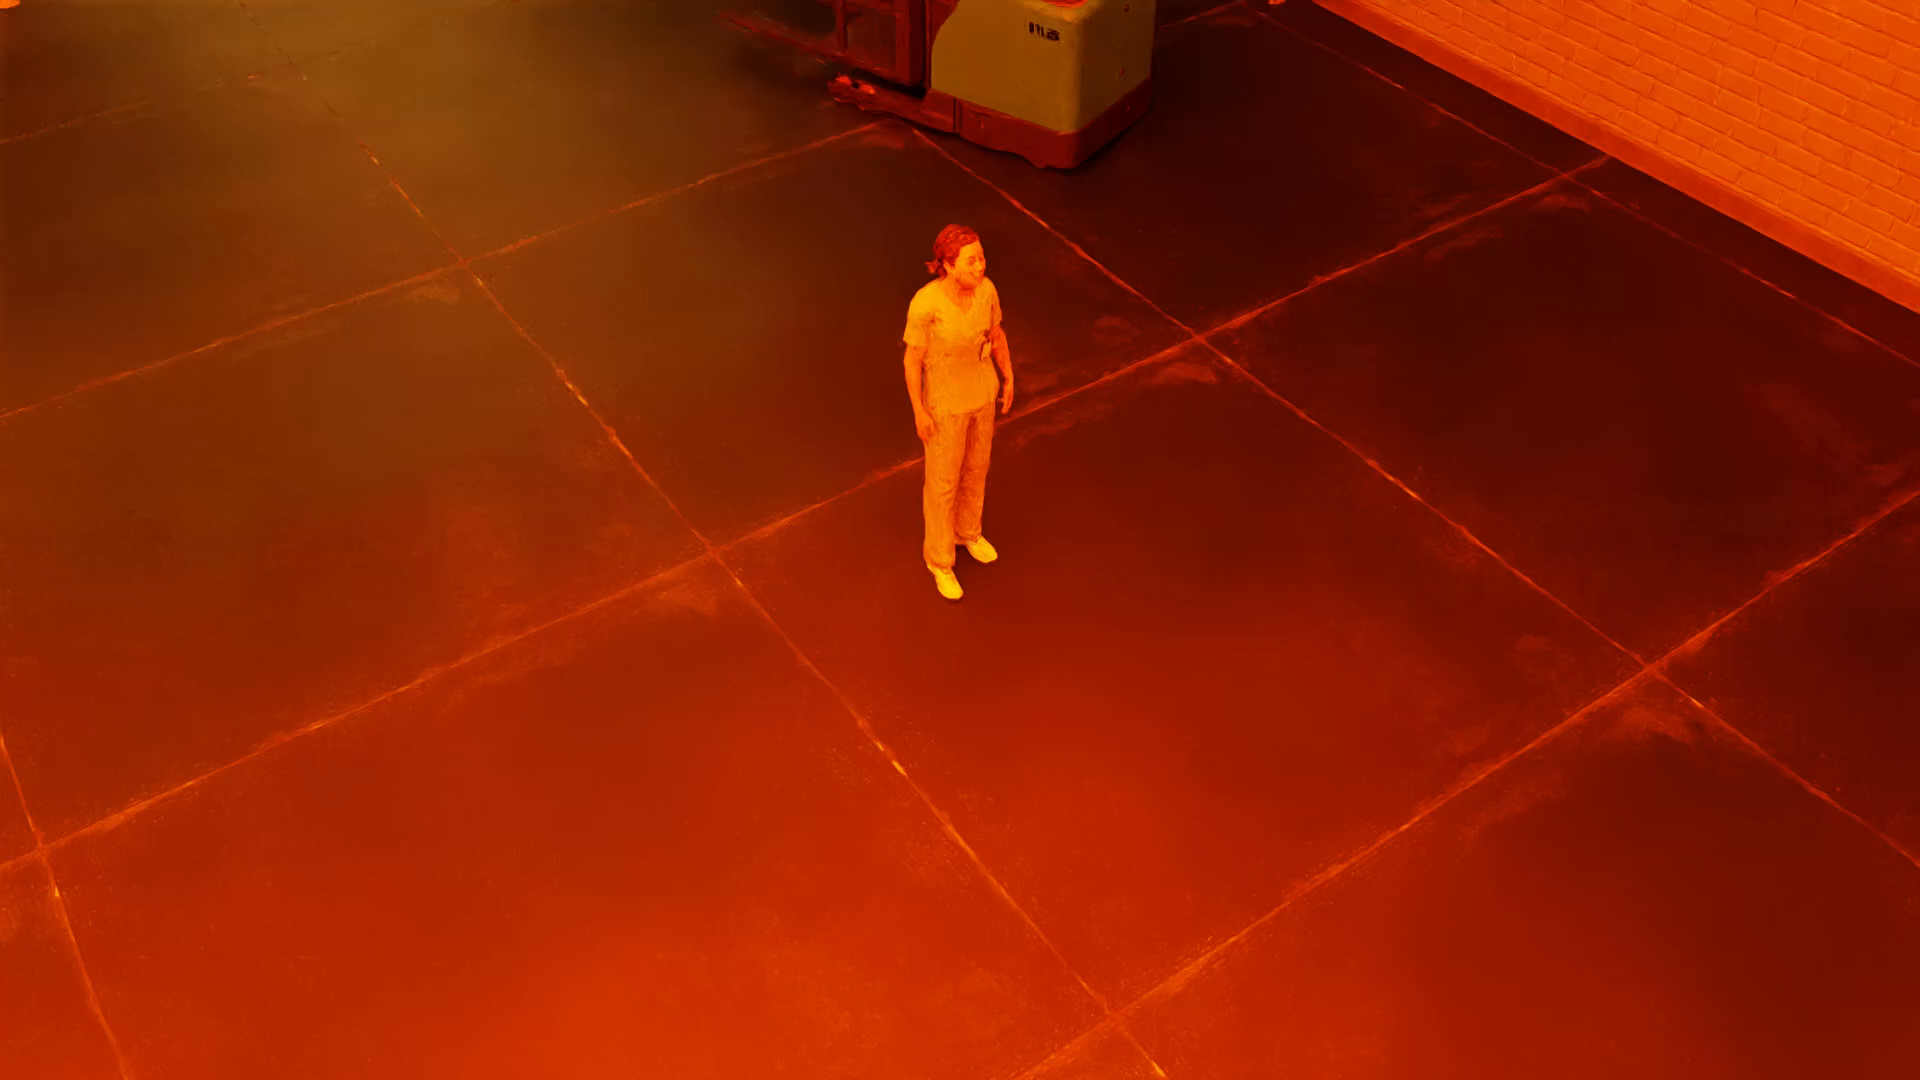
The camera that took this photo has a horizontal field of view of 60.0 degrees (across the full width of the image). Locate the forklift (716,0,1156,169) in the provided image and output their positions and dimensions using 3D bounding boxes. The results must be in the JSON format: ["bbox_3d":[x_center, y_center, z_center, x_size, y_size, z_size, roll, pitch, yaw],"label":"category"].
[{"bbox_3d":[-0.262,-4.168,10.239,3.031,2.935,1.130,25,48,25],"label":"forklift"}]

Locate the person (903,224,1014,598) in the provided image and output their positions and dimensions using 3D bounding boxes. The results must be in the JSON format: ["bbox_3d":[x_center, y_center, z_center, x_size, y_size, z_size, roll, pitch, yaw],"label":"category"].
[{"bbox_3d":[0.031,-0.575,7.255,0.550,1.674,0.548,-25,48,-25],"label":"person"}]
